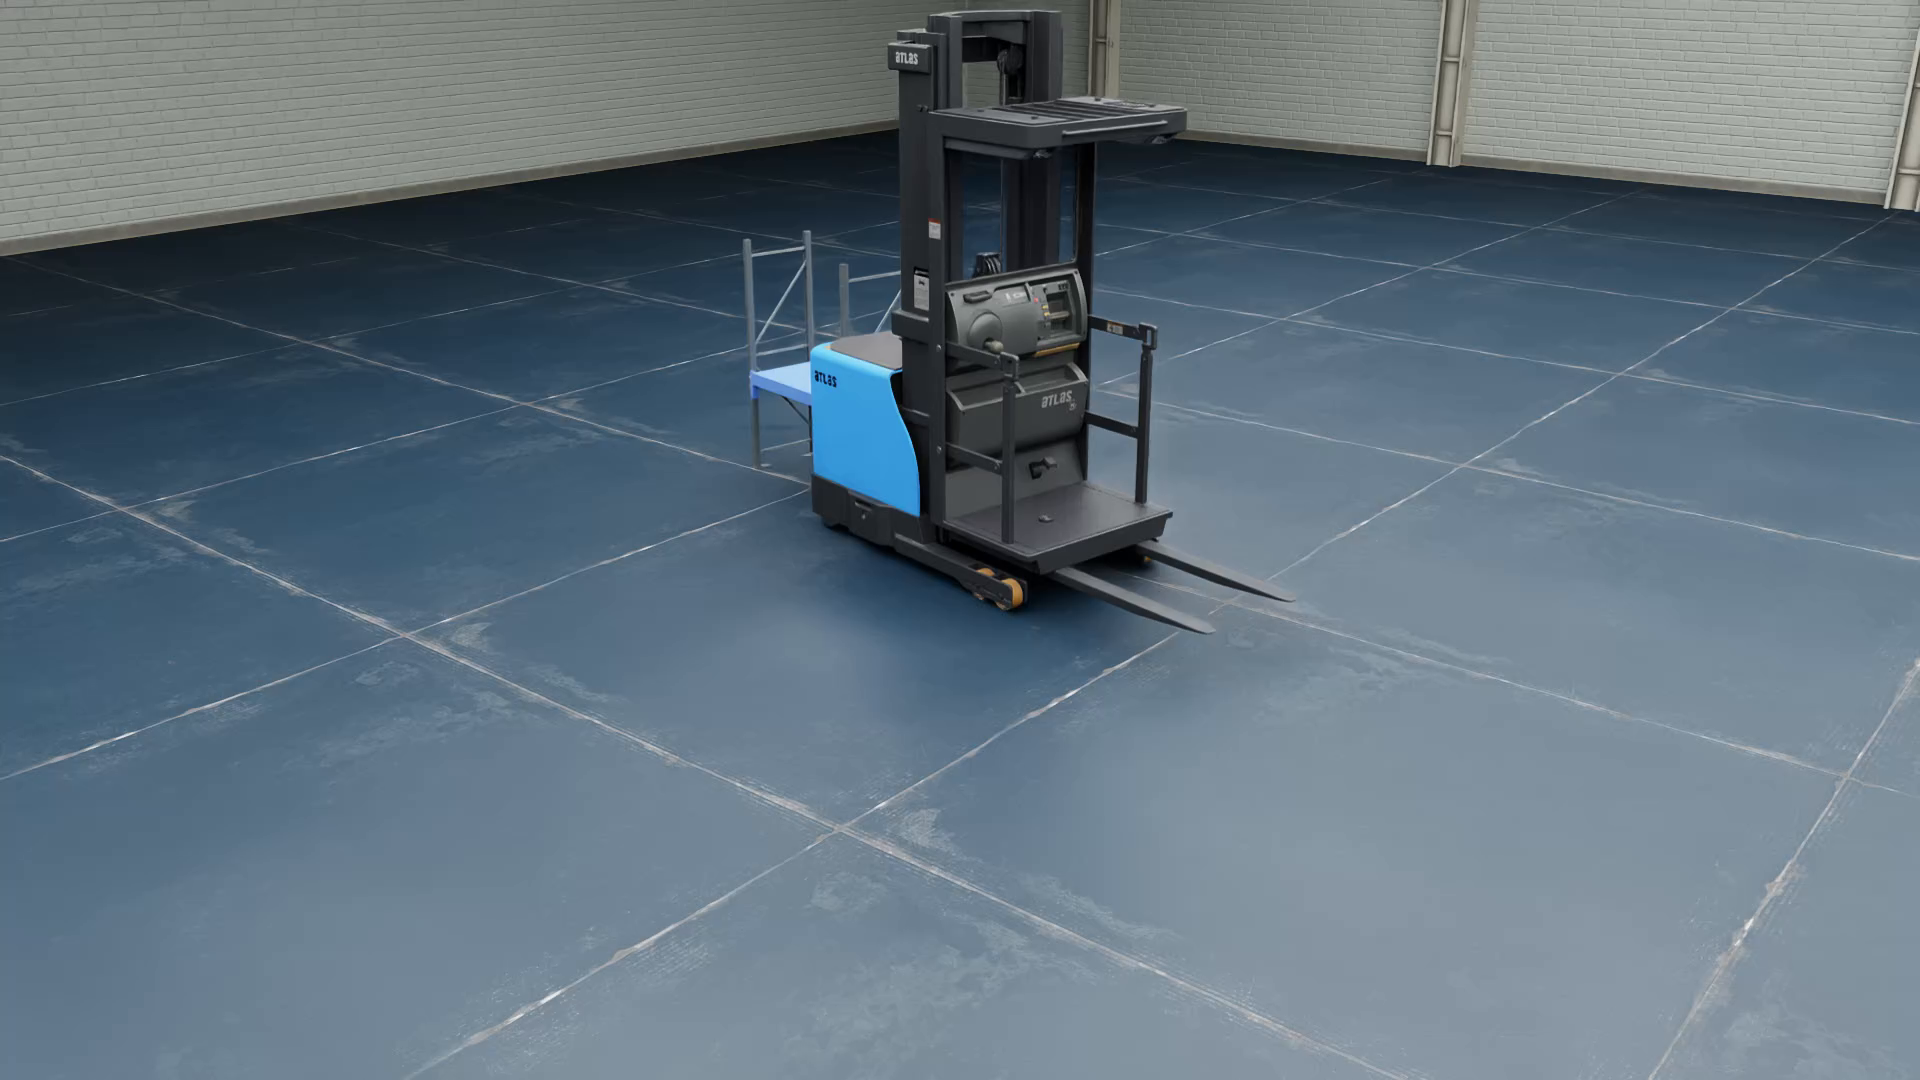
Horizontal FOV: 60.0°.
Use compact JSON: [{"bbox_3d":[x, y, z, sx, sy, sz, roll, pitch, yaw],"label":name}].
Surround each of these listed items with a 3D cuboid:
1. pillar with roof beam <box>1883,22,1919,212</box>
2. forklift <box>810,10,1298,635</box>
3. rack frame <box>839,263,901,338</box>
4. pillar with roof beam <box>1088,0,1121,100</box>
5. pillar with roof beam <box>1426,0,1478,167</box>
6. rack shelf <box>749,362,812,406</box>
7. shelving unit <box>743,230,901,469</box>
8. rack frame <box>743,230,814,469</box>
[{"bbox_3d":[8.927,-7.126,15.812,0.400,9.000,9.100,16,26,36],"label":"pillar with roof beam"},{"bbox_3d":[0.451,-1.203,8.705,1.130,2.935,3.031,-17,26,-37],"label":"forklift"},{"bbox_3d":[-0.503,-0.957,10.079,0.500,1.500,0.032,-17,26,-37],"label":"rack frame"},{"bbox_3d":[-0.370,-9.804,22.912,0.400,9.000,9.100,16,26,36],"label":"pillar with roof beam"},{"bbox_3d":[4.278,-8.465,19.362,0.400,9.000,9.100,16,26,36],"label":"pillar with roof beam"},{"bbox_3d":[-0.831,-0.925,10.506,0.538,0.185,1.000,-17,26,-37],"label":"rack shelf"},{"bbox_3d":[-0.831,-1.094,10.443,0.538,1.500,1.048,-17,26,-37],"label":"shelving unit"},{"bbox_3d":[-1.159,-1.231,10.806,0.500,1.500,0.032,-17,26,-37],"label":"rack frame"}]
